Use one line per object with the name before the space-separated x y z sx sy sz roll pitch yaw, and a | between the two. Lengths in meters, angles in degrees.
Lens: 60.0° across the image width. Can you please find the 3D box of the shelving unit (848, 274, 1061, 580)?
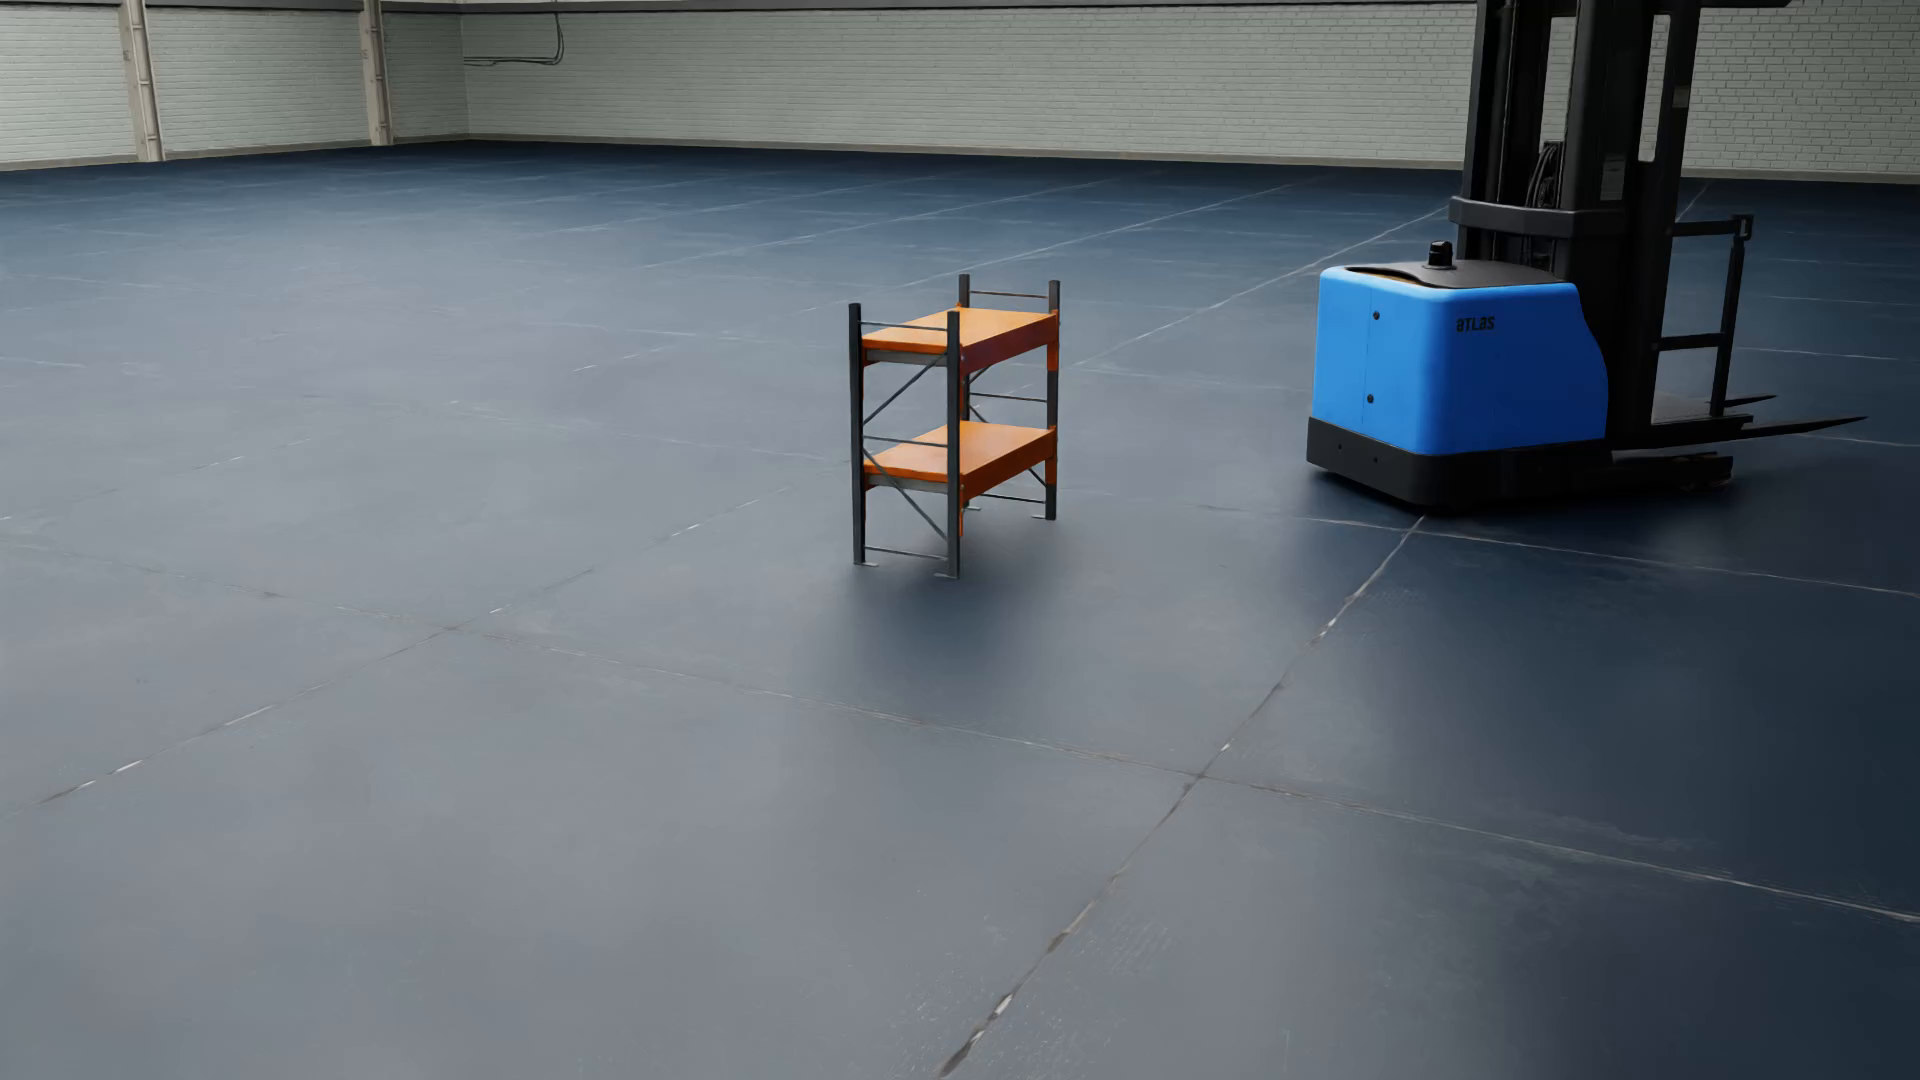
shelving unit | -0.003 -0.538 7.358 0.538 1.125 1.048 8 18 25

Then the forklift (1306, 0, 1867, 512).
forklift | 3.374 -1.787 8.392 3.031 2.935 1.130 -6 18 -21

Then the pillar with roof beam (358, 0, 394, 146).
pillar with roof beam | -9.126 -12.630 34.243 9.100 9.000 0.400 8 18 25

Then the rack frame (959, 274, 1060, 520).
rack frame | 0.224 -0.667 7.794 0.500 1.125 0.032 8 18 25

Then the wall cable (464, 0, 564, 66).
wall cable | -10.478 -12.271 38.489 3.097 2.526 0.112 8 18 25

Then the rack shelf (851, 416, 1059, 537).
rack shelf | -0.003 -0.303 7.428 0.538 0.278 1.000 8 18 25

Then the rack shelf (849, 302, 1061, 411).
rack shelf | -0.003 -0.818 7.275 0.538 0.278 1.000 8 18 25

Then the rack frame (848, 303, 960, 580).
rack frame | -0.230 -0.408 6.922 0.500 1.125 0.032 8 18 25

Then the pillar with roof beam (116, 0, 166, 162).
pillar with roof beam | -11.807 -11.102 29.097 9.100 9.000 0.400 8 18 25
